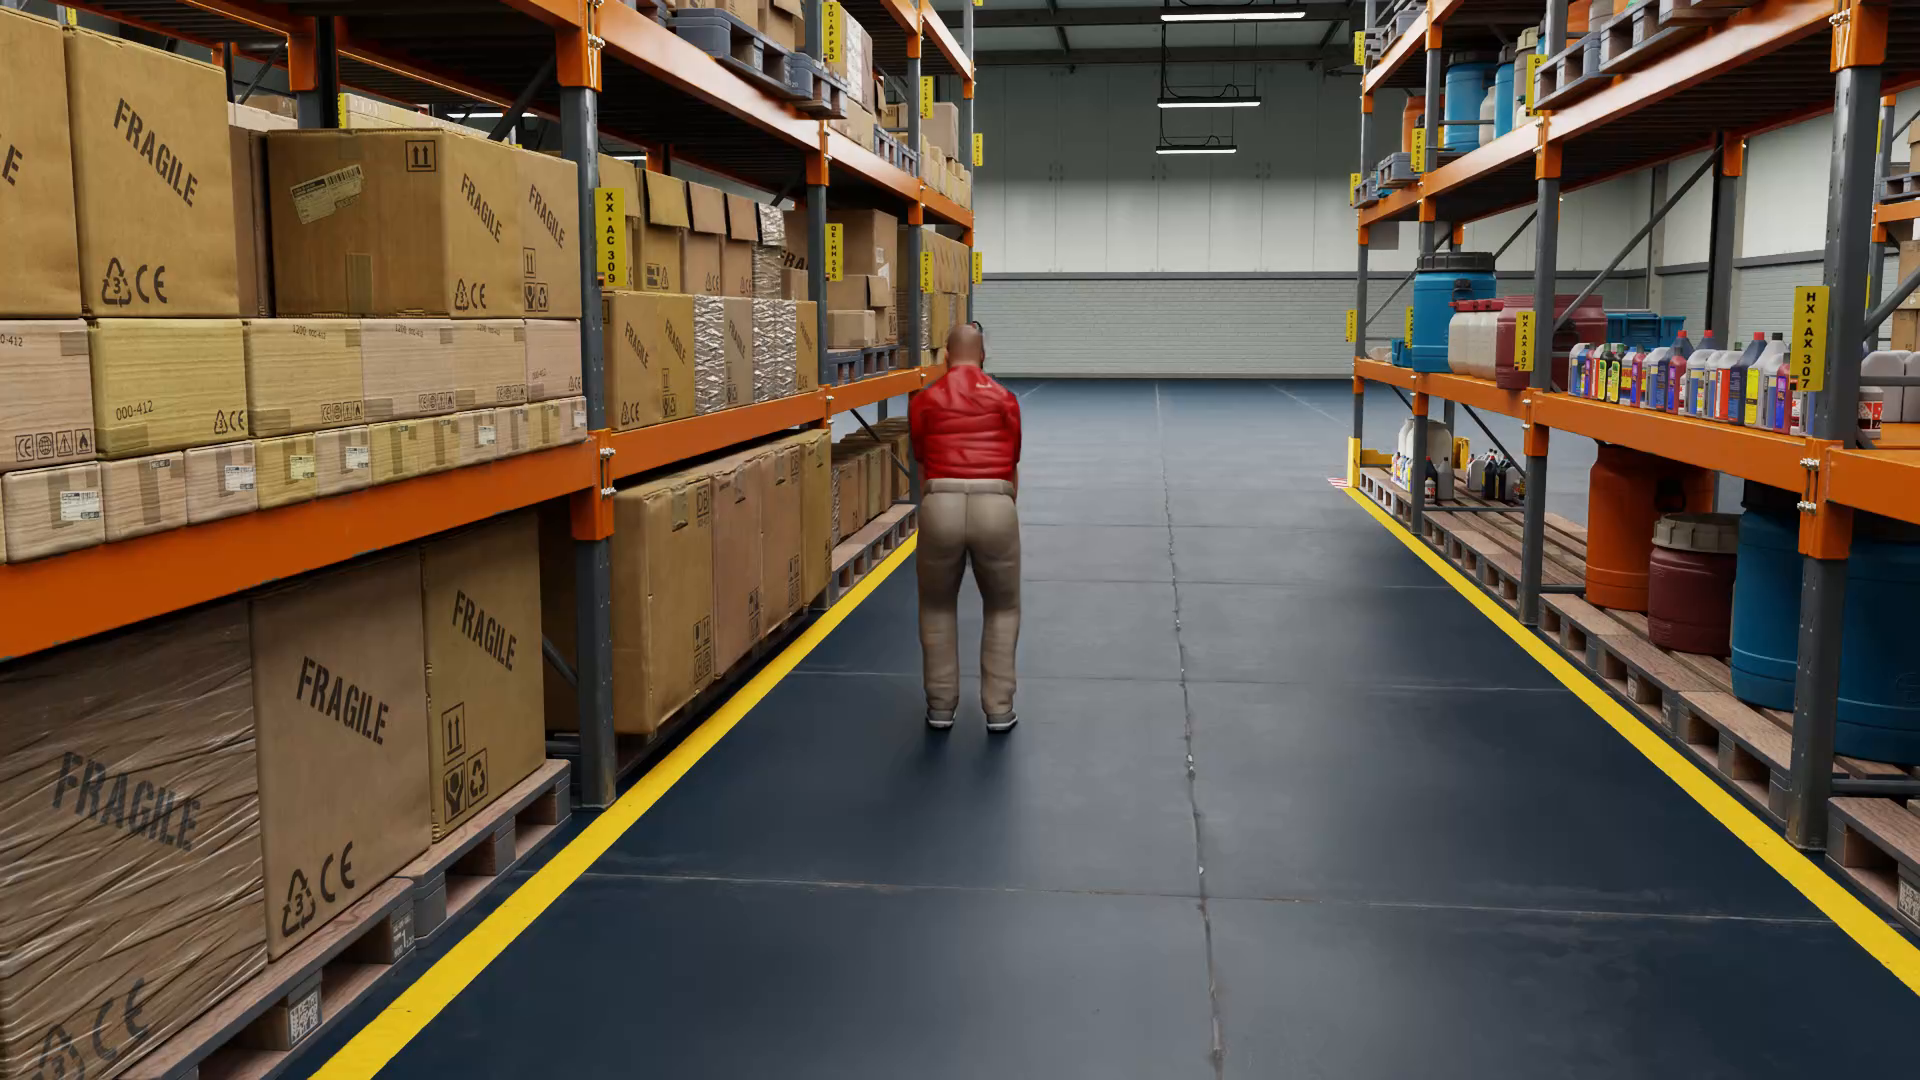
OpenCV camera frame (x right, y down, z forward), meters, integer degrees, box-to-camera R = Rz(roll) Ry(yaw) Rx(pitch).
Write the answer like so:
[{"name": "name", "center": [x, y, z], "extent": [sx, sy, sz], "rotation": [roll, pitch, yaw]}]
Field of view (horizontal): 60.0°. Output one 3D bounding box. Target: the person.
[{"name": "person", "center": [0.022, -0.057, 6.985], "extent": [0.477, 1.685, 0.585], "rotation": [0, 8, 3]}]
